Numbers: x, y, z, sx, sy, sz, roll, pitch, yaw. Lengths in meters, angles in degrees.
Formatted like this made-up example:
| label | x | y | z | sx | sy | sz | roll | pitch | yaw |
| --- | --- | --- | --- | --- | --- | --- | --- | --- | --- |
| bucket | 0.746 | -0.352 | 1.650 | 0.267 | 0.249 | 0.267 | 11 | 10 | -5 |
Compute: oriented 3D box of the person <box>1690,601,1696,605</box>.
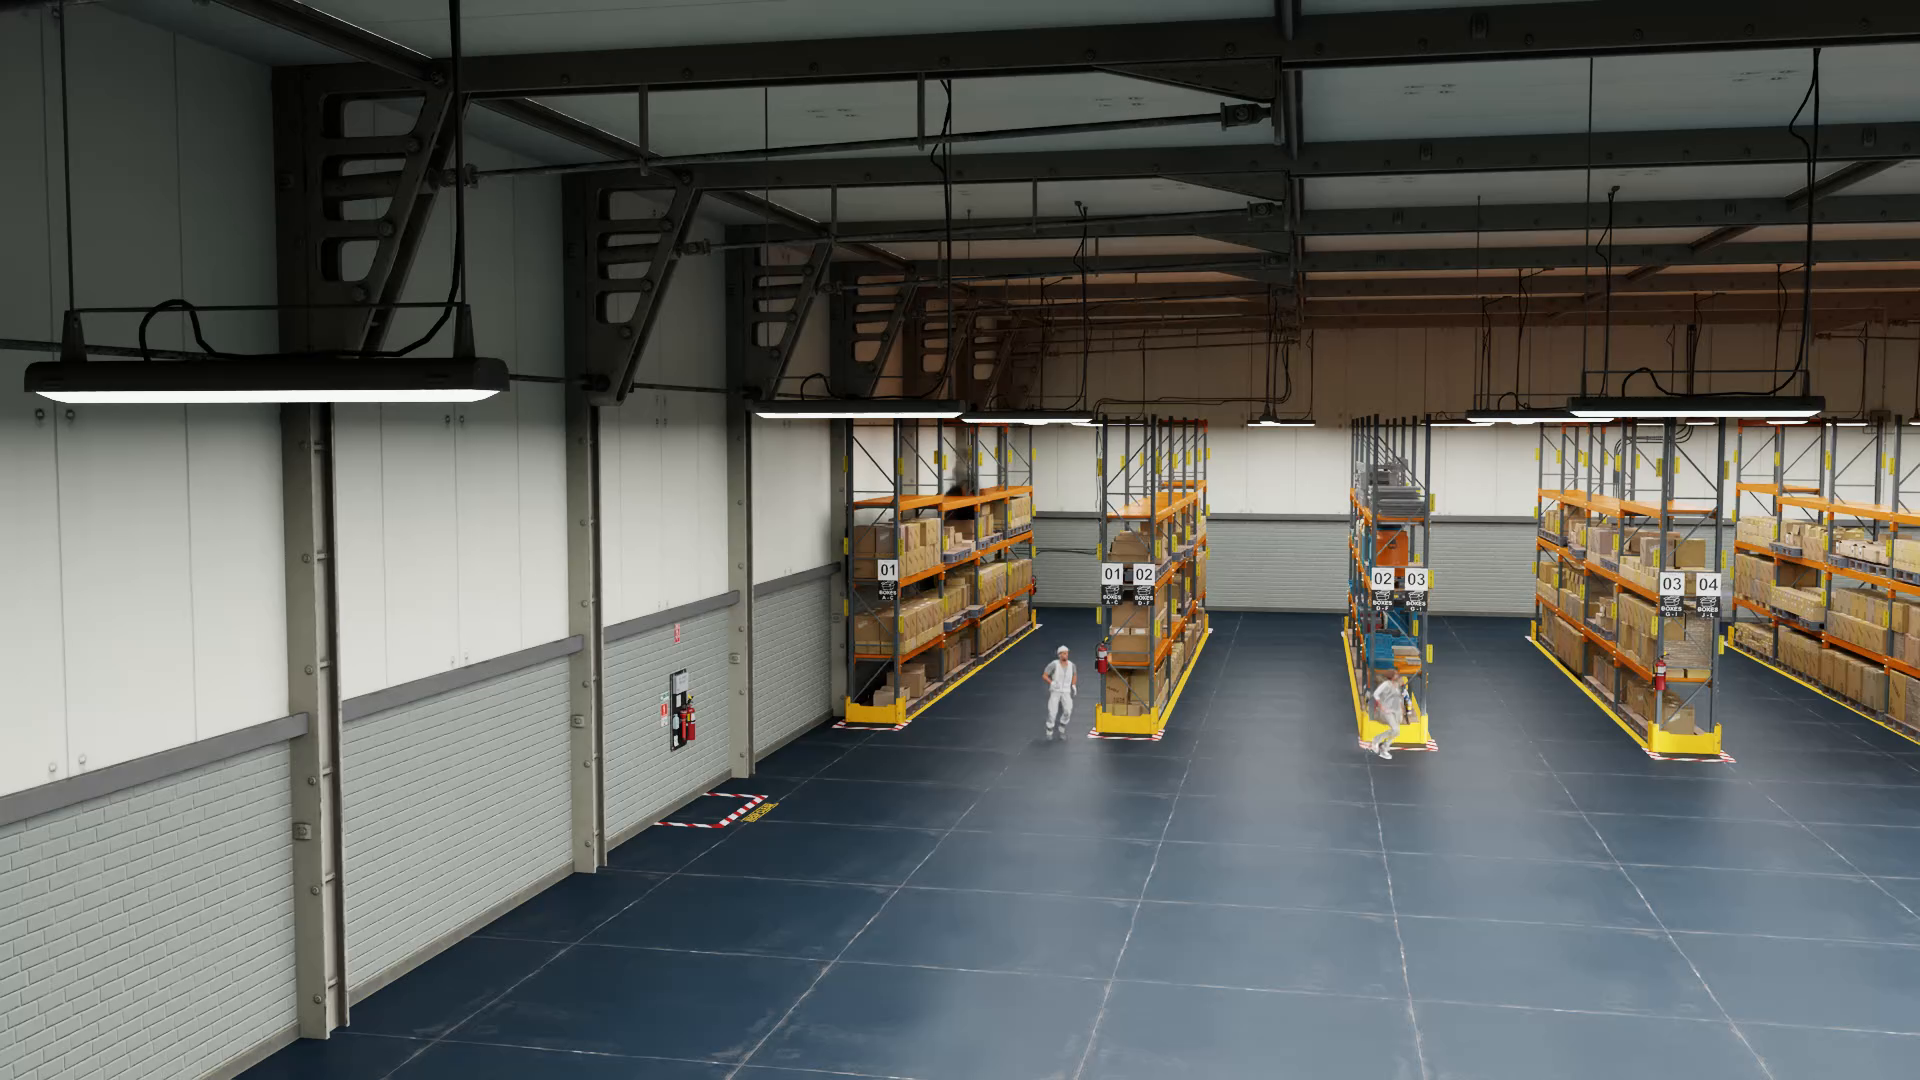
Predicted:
| label | x | y | z | sx | sy | sz | roll | pitch | yaw |
| --- | --- | --- | --- | --- | --- | --- | --- | --- | --- |
| person | 19.951 | 1.949 | 44.911 | 0.645 | 1.662 | 0.667 | -1 | 4 | -9 |

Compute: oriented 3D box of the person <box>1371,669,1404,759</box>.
| label | x | y | z | sx | sy | sz | roll | pitch | yaw |
| --- | --- | --- | --- | --- | --- | --- | --- | --- | --- |
| person | 7.517 | 3.024 | 29.078 | 0.487 | 1.556 | 0.592 | 4 | 5 | 43 |

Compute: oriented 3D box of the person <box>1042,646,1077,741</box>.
| label | x | y | z | sx | sy | sz | roll | pitch | yaw |
| --- | --- | --- | --- | --- | --- | --- | --- | --- | --- |
| person | 1.870 | 2.814 | 30.576 | 0.708 | 1.730 | 0.619 | -1 | 4 | -11 |
